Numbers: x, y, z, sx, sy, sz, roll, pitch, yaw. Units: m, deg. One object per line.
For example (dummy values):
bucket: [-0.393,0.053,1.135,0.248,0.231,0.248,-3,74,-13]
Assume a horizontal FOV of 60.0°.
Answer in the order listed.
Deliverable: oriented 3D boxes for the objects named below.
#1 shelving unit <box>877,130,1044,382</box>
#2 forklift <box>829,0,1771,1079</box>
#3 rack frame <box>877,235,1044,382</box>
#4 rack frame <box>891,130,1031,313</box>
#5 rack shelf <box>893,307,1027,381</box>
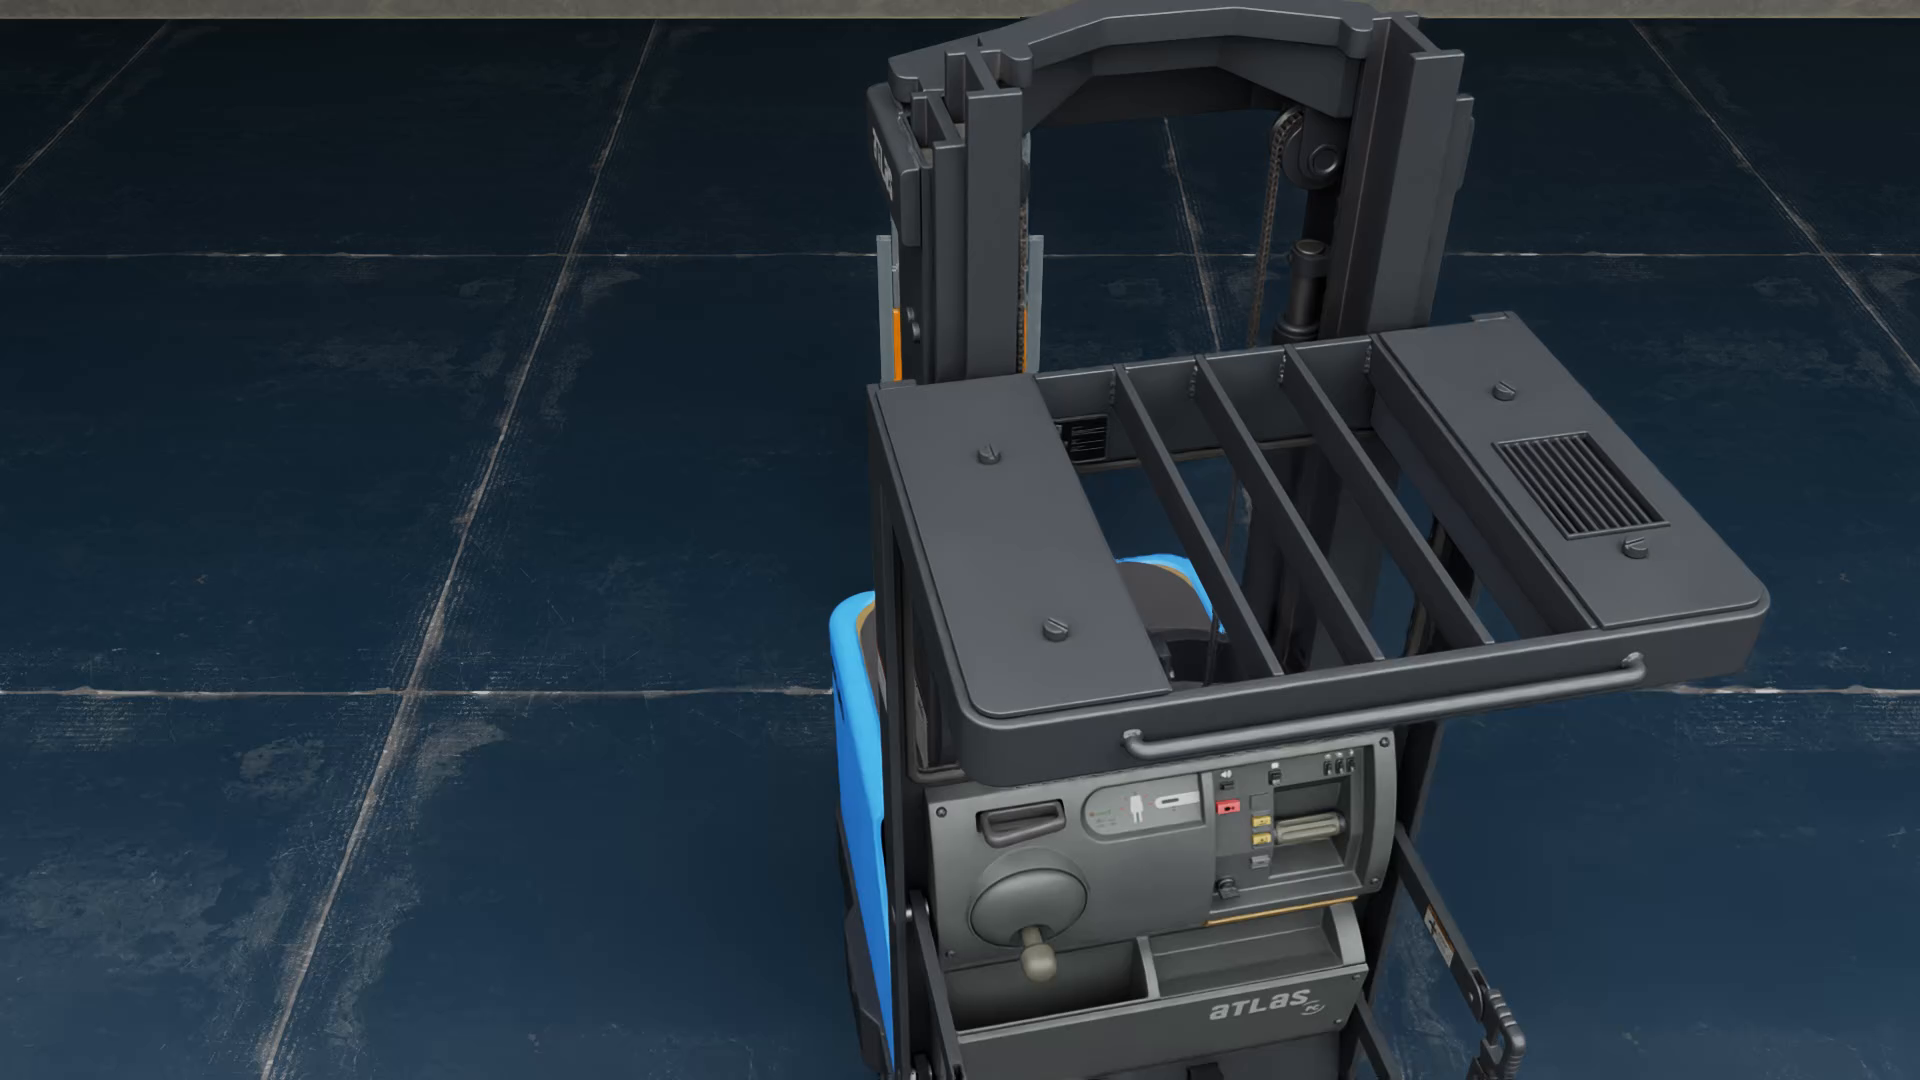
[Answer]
shelving unit: [0.000,-0.633,5.840,0.587,1.500,1.083,0,39,0]
forklift: [0.447,0.678,3.060,1.130,2.935,3.031,-7,39,-9]
rack frame: [0.000,-0.321,5.451,0.500,1.500,0.032,0,39,0]
rack frame: [-0.001,-0.957,6.244,0.500,1.500,0.032,0,39,0]
rack shelf: [0.000,-0.498,5.960,0.538,0.185,1.000,0,39,0]
